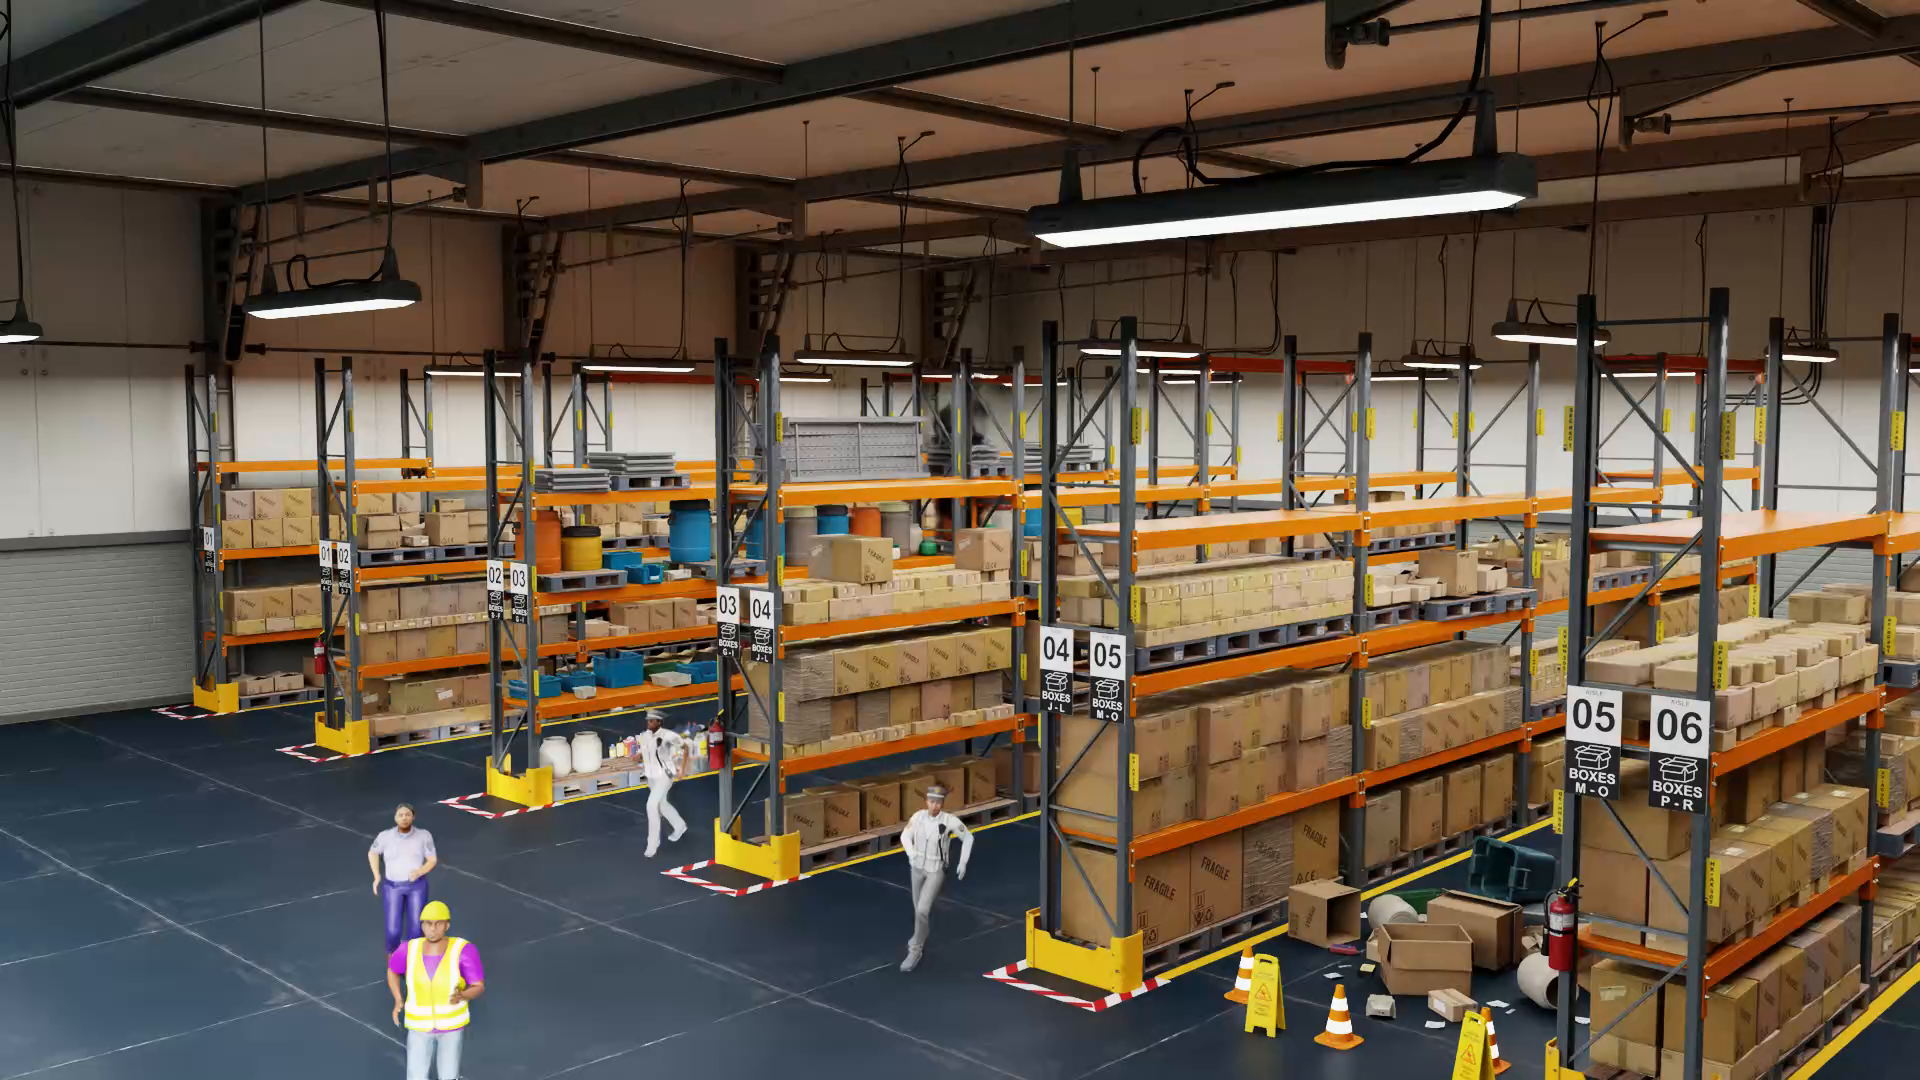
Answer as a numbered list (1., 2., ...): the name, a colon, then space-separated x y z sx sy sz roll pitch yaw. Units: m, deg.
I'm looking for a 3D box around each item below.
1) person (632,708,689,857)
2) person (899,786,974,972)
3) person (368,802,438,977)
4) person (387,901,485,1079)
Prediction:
1. person: -3.527 2.828 19.712 0.590 1.731 0.814 3 6 38
2. person: -0.255 3.132 15.631 0.689 1.714 0.775 2 5 24
3. person: -5.053 3.204 15.123 0.592 1.597 0.583 -2 5 -21
4. person: -3.637 3.378 11.529 0.674 1.749 0.696 -1 4 -13
